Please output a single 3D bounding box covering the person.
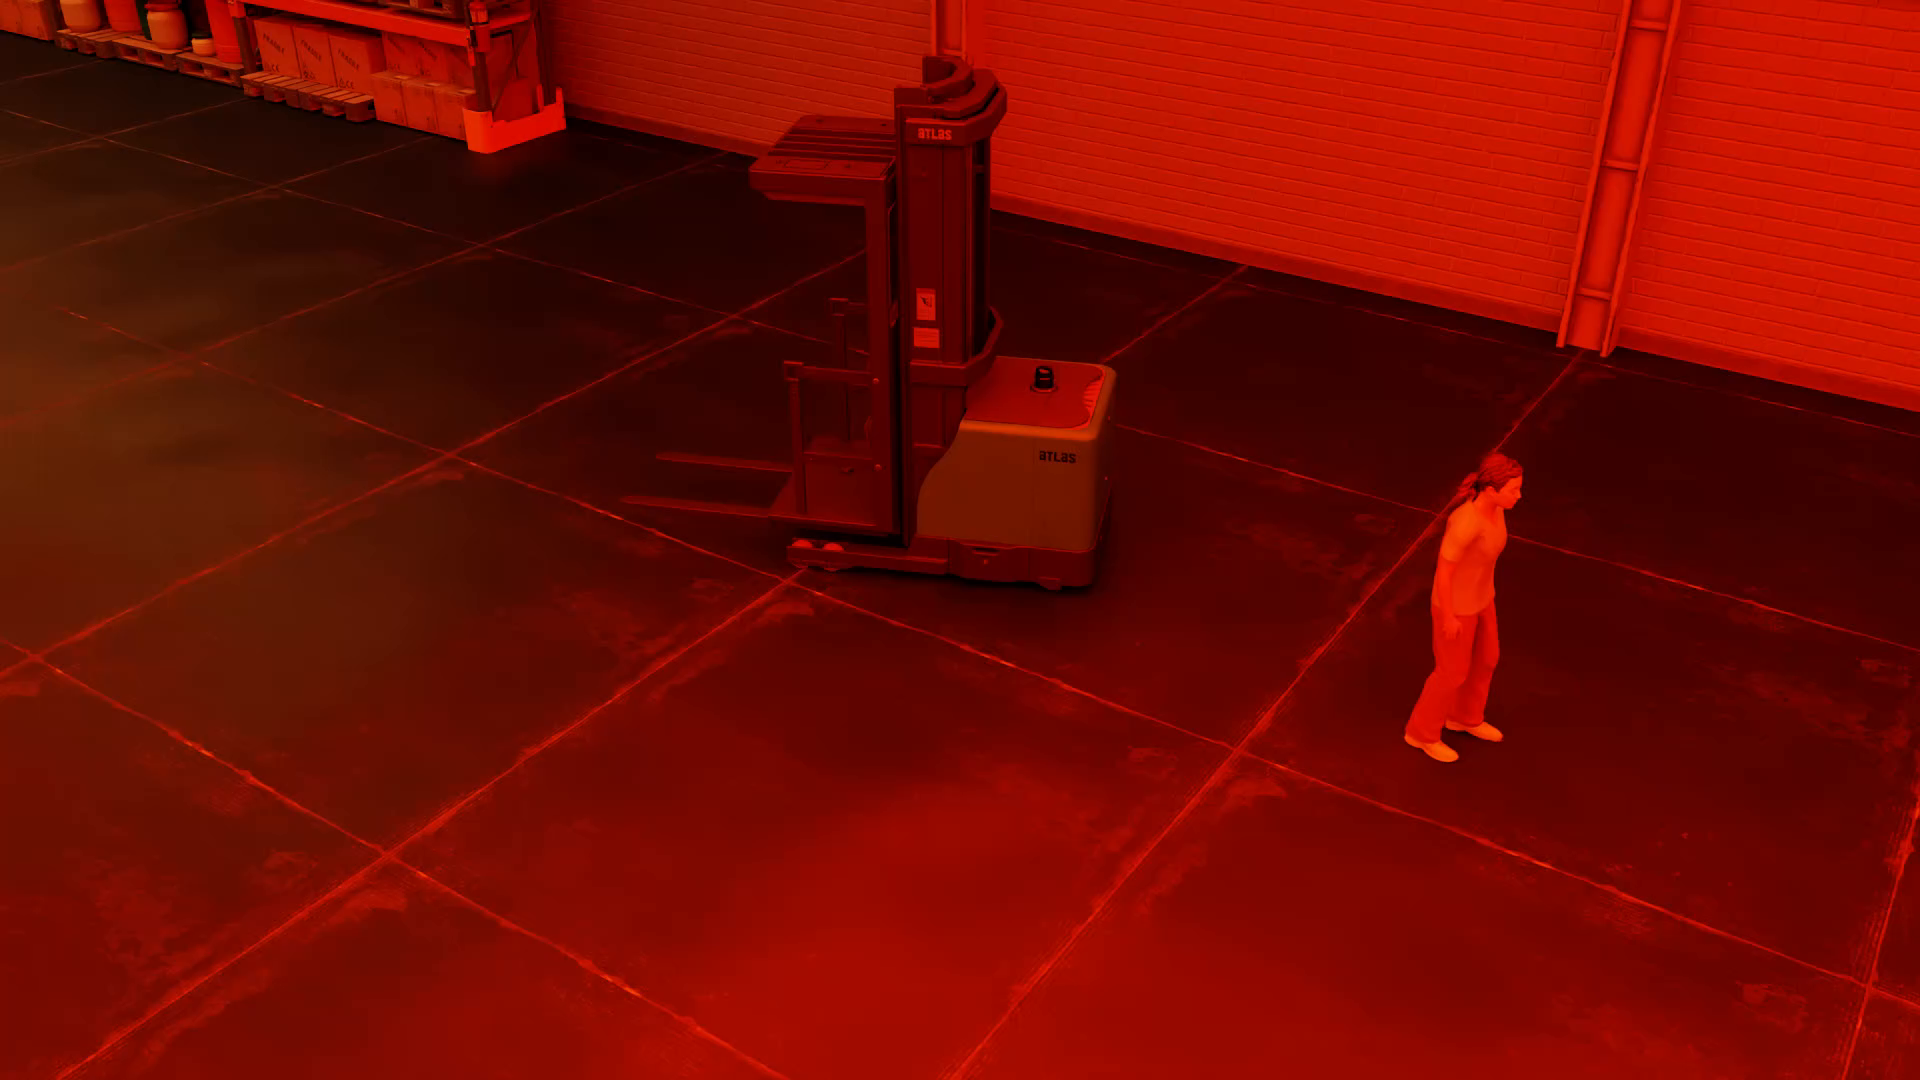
[{"bbox_3d":[2.556,0.338,8.271,0.404,1.681,0.521,23,37,34],"label":"person"}]

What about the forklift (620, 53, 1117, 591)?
[{"bbox_3d":[-0.596,-1.330,9.871,3.031,2.935,1.130,6,31,10],"label":"forklift"}]
